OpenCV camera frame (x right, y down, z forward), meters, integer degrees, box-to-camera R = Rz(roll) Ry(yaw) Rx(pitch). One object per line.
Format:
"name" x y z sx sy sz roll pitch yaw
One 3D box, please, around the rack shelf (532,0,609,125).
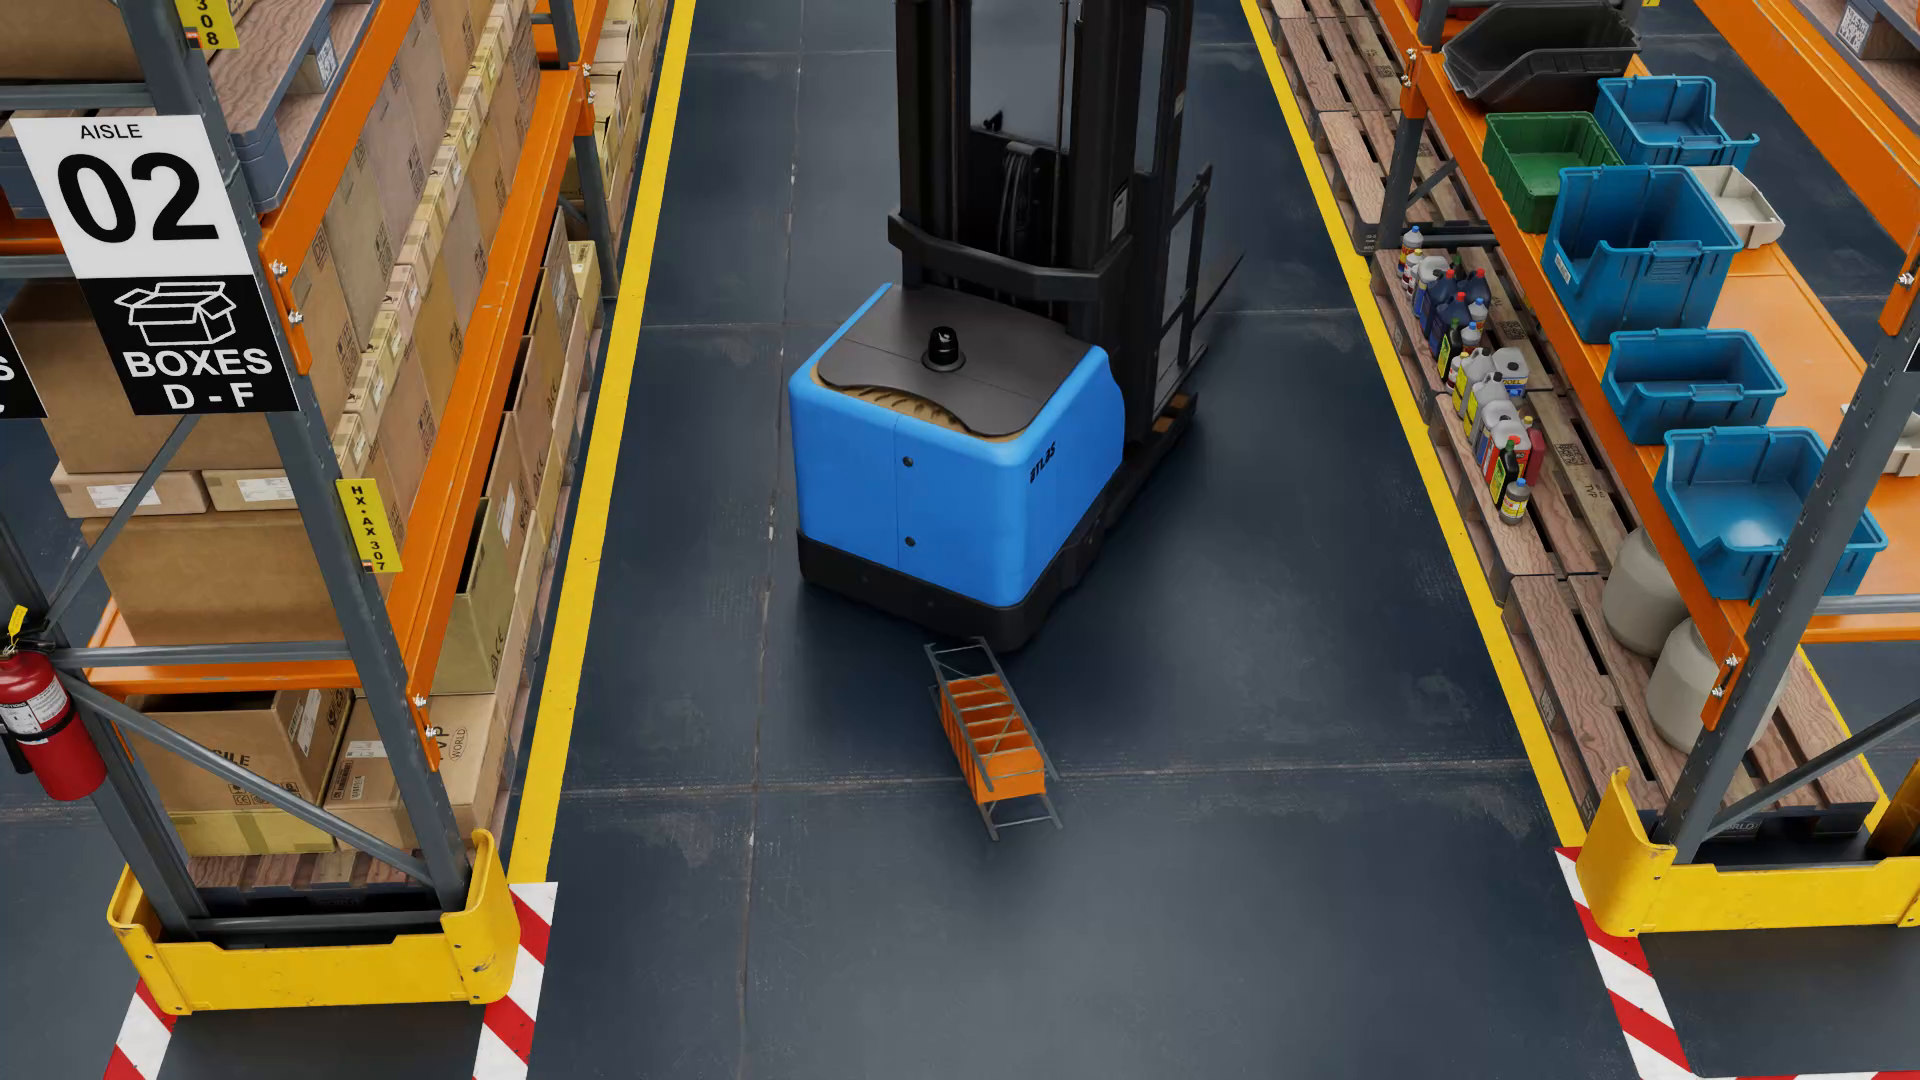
"rack shelf" -2.360 -3.460 9.337 1.077 0.370 4.000 -2 43 -2

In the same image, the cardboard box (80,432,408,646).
"cardboard box" -2.112 -0.027 4.985 0.700 0.500 0.500 -2 43 -2

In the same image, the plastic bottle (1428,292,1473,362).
"plastic bottle" 2.302 -1.016 7.773 0.144 0.351 0.185 -3 43 -4

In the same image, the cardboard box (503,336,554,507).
"cardboard box" -1.966 -0.473 6.716 0.500 0.500 0.500 -2 43 -2

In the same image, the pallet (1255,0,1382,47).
"pallet" 2.499 -3.663 11.090 1.003 0.211 1.213 -2 43 -2

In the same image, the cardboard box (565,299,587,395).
"cardboard box" -2.025 -0.871 7.705 0.500 0.250 0.500 -2 43 -2

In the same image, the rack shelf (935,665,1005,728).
"rack shelf" 0.043 0.590 6.301 0.258 0.180 0.103 -8 22 -9

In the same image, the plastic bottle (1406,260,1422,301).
"plastic bottle" 2.259 -1.280 8.172 0.097 0.201 0.097 0 43 0

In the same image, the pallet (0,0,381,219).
"pallet" -2.109 -1.226 4.213 1.003 0.211 1.213 -2 43 -2

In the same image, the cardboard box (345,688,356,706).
"cardboard box" -2.456 0.494 6.216 0.500 0.250 0.500 -2 43 -2

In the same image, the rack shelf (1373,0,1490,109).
"rack shelf" 2.589 -3.600 9.489 1.077 0.370 4.000 -2 43 -2

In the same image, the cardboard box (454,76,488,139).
"cardboard box" -1.997 -1.616 6.239 0.380 0.149 0.250 -1 43 -1

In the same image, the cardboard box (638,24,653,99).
"cardboard box" -2.110 -2.834 9.846 0.500 0.250 0.500 -1 43 -1

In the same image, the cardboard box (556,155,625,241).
"cardboard box" -2.044 -1.795 8.713 0.500 0.250 0.500 -3 43 -3

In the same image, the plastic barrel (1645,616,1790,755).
"plastic barrel" 2.740 0.506 6.008 0.421 0.512 0.421 0 43 0

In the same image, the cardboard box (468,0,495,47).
"cardboard box" -2.227 -2.250 6.450 0.700 0.500 0.500 -2 43 -2

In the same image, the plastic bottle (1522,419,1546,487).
"plastic bottle" 2.451 -0.377 7.126 0.061 0.283 0.133 -2 43 -2

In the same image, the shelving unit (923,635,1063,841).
"shelving unit" 0.100 0.687 6.040 0.258 0.189 1.200 -8 22 -9

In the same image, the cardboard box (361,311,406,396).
"cardboard box" -1.929 -0.568 5.096 0.380 0.149 0.250 -1 43 -2

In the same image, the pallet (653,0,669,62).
"pallet" -2.449 -3.490 10.902 1.003 0.211 1.213 -2 43 -2

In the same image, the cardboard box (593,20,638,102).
"cardboard box" -2.083 -2.696 9.281 0.500 0.311 0.500 -3 43 -3

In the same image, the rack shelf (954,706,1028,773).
"rack shelf" 0.115 0.713 5.970 0.258 0.180 0.103 -8 22 -9

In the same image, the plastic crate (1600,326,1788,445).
"plastic crate" 2.502 -0.527 5.715 0.499 0.251 0.408 -2 43 -2

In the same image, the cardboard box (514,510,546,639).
"cardboard box" -1.951 0.141 6.601 0.500 0.250 0.500 -2 43 -2

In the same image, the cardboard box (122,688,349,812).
"cardboard box" -2.425 0.554 5.594 0.500 0.500 0.500 -2 43 -2

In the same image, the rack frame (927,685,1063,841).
"rack frame" 0.107 0.772 6.073 0.240 0.006 1.200 -8 22 -9

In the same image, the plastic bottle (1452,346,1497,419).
"plastic bottle" 2.320 -0.729 7.460 0.144 0.351 0.185 -2 43 -2

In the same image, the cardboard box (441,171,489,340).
"cardboard box" -2.180 -1.072 6.126 0.700 0.500 0.500 0 43 -1

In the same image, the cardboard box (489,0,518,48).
"cardboard box" -2.027 -2.130 6.800 0.380 0.149 0.250 -3 43 -3

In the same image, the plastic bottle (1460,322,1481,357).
"plastic bottle" 2.346 -0.888 7.693 0.097 0.271 0.097 0 43 0

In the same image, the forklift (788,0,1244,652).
"forklift" 0.459 -1.623 6.851 1.130 2.935 3.031 20 46 20

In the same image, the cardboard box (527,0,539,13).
"cardboard box" -2.339 -2.651 8.033 0.500 0.250 0.500 1 43 1

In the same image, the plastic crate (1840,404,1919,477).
"plastic crate" 3.128 -0.330 5.586 0.298 0.136 0.250 -2 43 -2

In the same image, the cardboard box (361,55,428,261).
"cardboard box" -2.164 -1.236 5.344 0.700 0.500 0.500 -1 43 -2

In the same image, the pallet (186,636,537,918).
"pallet" -2.179 0.838 6.179 1.003 0.211 1.213 -2 43 -2

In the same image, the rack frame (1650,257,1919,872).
"rack frame" 2.844 0.186 4.827 1.000 3.000 0.127 -2 43 -2

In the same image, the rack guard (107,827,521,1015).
"rack guard" -2.104 1.263 5.502 1.175 0.500 0.348 -2 43 -2

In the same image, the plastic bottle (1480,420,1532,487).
"plastic bottle" 2.345 -0.370 7.124 0.152 0.276 0.135 -1 43 -1

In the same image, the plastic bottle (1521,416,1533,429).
"plastic bottle" 2.463 -0.453 7.269 0.097 0.201 0.097 0 43 0

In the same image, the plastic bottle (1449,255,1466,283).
"plastic bottle" 2.397 -1.234 8.061 0.061 0.283 0.133 -2 43 -2

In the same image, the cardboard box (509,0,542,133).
"cardboard box" -2.250 -2.112 7.261 0.700 0.500 0.500 -3 43 -3

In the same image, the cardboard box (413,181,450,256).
"cardboard box" -1.963 -1.091 5.666 0.380 0.149 0.250 -2 43 -2

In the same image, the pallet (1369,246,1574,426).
"pallet" 2.661 -1.032 8.220 1.003 0.211 1.213 -2 43 -2

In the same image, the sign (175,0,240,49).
"sign" -1.550 -1.144 3.352 0.100 0.325 0.005 -2 43 -2

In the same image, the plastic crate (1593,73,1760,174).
"plastic crate" 2.993 -1.720 7.017 0.499 0.251 0.616 -2 43 -2

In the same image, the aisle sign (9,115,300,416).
"aisle sign" -1.796 -0.597 3.758 0.394 0.787 0.004 -2 43 -2
